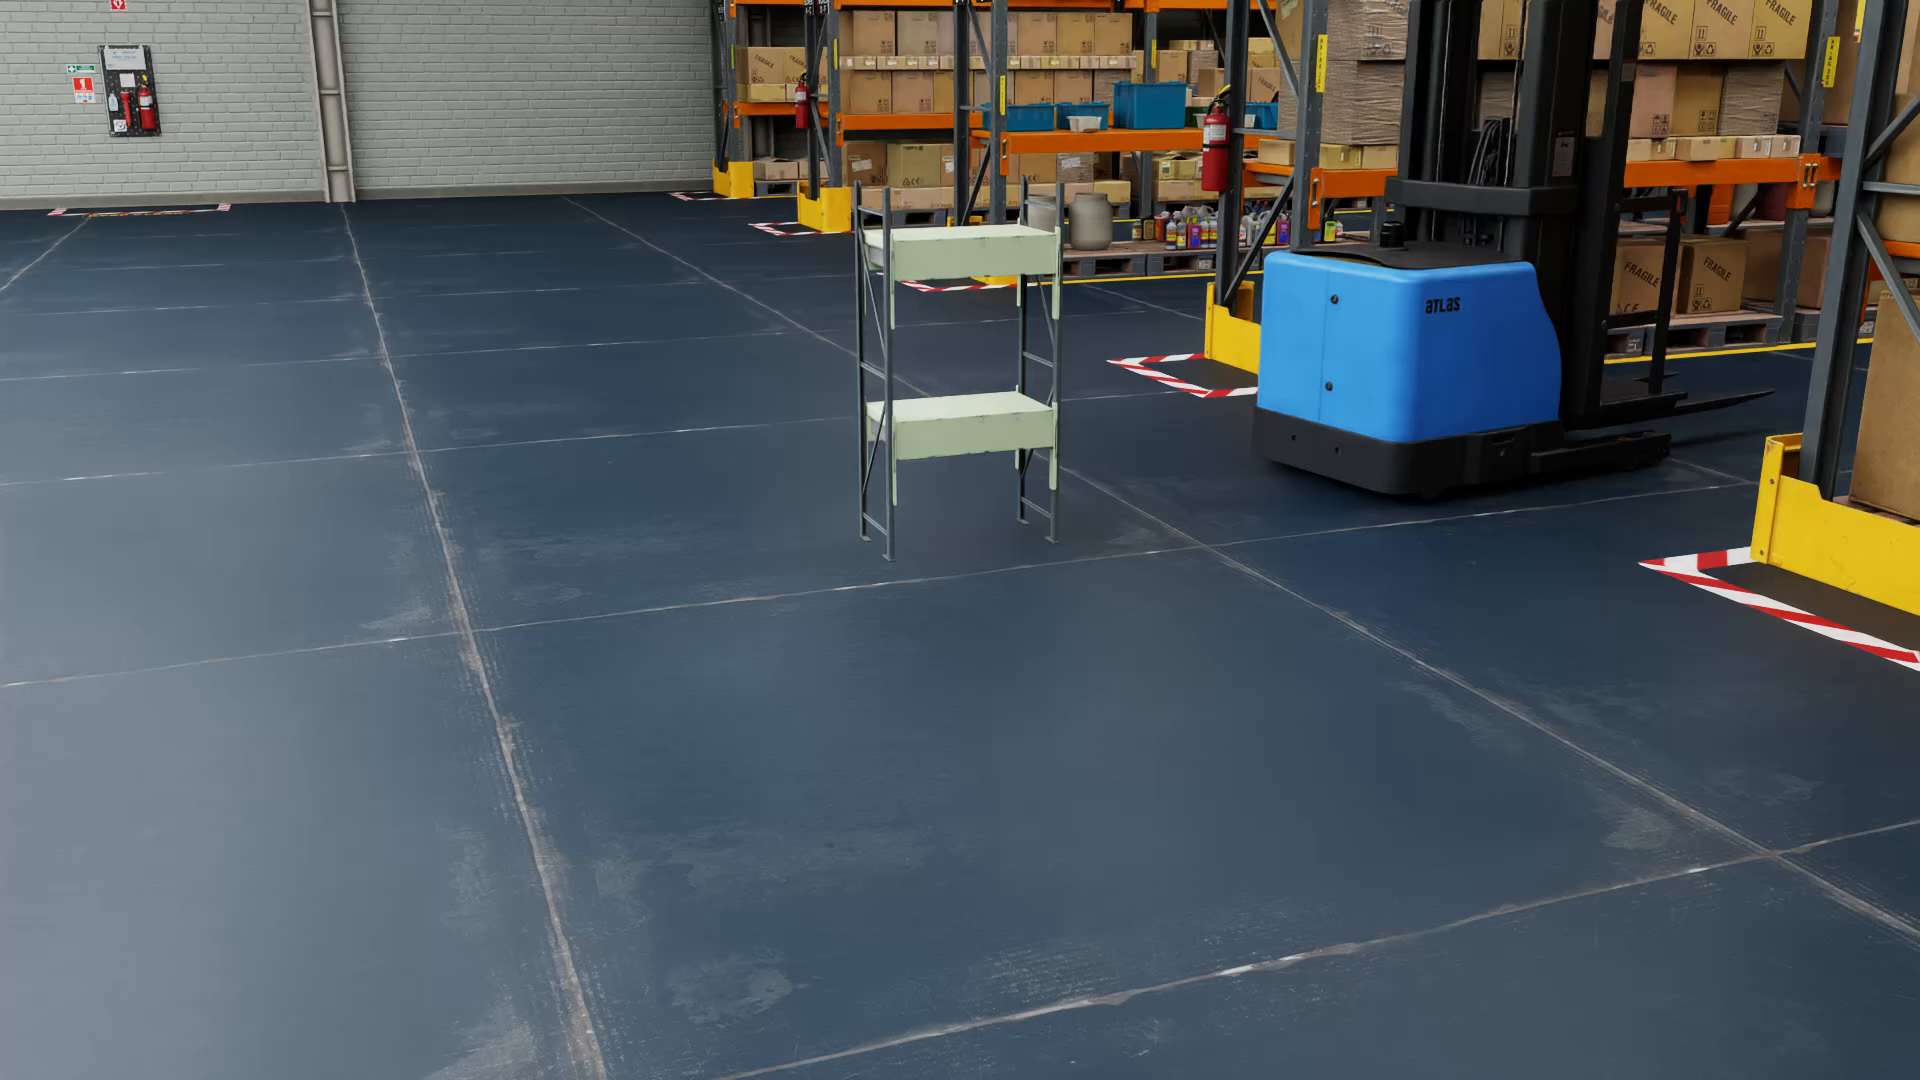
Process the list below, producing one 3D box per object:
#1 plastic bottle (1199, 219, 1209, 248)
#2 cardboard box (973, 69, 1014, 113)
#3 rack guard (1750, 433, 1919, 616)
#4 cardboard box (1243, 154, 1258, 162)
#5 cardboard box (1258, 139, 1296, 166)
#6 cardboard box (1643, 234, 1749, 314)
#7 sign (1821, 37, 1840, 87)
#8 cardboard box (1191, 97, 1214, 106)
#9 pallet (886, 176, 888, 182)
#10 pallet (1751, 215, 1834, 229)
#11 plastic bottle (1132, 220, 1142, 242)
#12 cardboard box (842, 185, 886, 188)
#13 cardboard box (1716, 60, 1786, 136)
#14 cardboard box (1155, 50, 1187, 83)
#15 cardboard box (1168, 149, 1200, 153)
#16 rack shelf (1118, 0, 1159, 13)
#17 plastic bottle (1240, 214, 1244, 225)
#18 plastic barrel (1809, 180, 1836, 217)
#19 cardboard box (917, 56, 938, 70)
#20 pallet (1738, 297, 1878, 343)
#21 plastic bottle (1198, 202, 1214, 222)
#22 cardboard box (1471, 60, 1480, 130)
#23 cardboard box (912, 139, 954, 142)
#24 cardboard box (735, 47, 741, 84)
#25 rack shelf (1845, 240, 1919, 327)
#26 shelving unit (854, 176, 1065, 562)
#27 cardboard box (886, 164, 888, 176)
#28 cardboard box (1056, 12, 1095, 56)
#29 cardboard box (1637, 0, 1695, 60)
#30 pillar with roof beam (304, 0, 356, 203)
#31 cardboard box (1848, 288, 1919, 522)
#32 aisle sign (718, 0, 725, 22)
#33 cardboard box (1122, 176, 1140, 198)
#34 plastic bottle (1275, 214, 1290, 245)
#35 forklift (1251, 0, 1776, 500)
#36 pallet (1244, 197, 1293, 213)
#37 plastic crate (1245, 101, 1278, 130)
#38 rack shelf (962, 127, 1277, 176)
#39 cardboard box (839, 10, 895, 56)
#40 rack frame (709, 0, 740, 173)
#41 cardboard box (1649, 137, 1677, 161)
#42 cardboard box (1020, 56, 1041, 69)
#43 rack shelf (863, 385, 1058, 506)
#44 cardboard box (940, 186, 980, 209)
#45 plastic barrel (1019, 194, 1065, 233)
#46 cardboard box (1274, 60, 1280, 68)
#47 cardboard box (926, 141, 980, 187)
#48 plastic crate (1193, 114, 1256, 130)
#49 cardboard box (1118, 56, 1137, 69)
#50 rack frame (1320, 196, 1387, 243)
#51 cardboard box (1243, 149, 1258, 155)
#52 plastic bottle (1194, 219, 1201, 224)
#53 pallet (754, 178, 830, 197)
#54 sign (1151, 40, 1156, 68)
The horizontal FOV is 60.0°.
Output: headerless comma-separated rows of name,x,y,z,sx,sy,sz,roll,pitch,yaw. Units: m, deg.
plastic bottle,2.300,-2.896,15.698,0.097,0.271,0.097,0,16,0
cardboard box,0.292,-5.411,20.022,0.500,0.500,0.700,-6,17,-18
rack guard,3.606,-0.039,6.342,0.348,0.500,1.175,-6,17,-20
cardboard box,3.569,-4.795,21.241,0.500,0.311,0.500,-7,18,-22
cardboard box,2.140,-2.518,10.795,0.250,0.149,0.380,-6,17,-20
cardboard box,5.295,-1.931,12.042,0.500,0.500,0.500,-7,18,-22
sign,5.884,-3.232,11.245,0.005,0.325,0.100,-6,17,-20
cardboard box,3.042,-5.481,20.883,0.250,0.149,0.380,-6,17,-20
pallet,-1.390,-5.329,24.872,1.213,0.211,1.003,-6,17,-20
pallet,9.505,-3.540,18.777,1.213,0.211,1.003,-6,17,-20
plastic bottle,1.734,-3.028,16.270,0.097,0.201,0.097,0,16,0
cardboard box,-1.198,-4.176,20.131,0.500,0.250,0.500,-6,17,-20
cardboard box,5.241,-3.120,11.695,0.500,0.500,0.875,-6,17,-20
cardboard box,3.153,-7.417,26.075,0.500,0.500,0.700,-8,18,-25
cardboard box,3.447,-6.197,26.534,0.500,0.500,0.700,-6,17,-19
rack shelf,4.009,-6.861,21.092,4.000,0.370,1.077,-6,17,-20
plastic bottle,2.740,-2.990,15.995,0.133,0.283,0.061,-6,17,-20
plastic barrel,9.647,-3.921,18.797,0.421,0.512,0.421,0,16,0
cardboard box,-0.434,-5.581,19.452,0.250,0.149,0.380,-6,18,-21
pallet,6.410,-1.700,12.512,1.213,0.211,1.003,-6,17,-20
plastic bottle,2.435,-3.168,16.483,0.185,0.351,0.144,-6,18,-21
cardboard box,2.895,-2.876,10.864,0.500,0.500,0.875,-6,17,-20
cardboard box,-0.270,-4.641,20.383,0.500,0.500,0.500,-6,17,-20
cardboard box,-3.005,-6.866,24.056,0.500,0.500,0.500,-6,18,-21
rack shelf,5.496,-1.097,6.786,4.000,0.370,1.077,-6,17,-20
shelving unit,-0.006,-0.719,6.885,0.755,1.500,0.431,-6,17,-20
cardboard box,-1.135,-5.556,24.972,0.250,0.149,0.380,-8,18,-25
cardboard box,1.258,-6.138,20.197,0.500,0.500,0.700,-6,17,-20
cardboard box,4.428,-3.411,10.909,0.500,0.500,0.500,-6,17,-20
pillar with roof beam,-7.088,-7.904,18.044,0.400,9.000,9.100,-6,17,-20
cardboard box,4.238,-0.508,6.530,0.875,0.875,0.875,-6,17,-20
aisle sign,-3.329,-7.626,23.131,0.004,0.787,0.394,-6,17,-20
cardboard box,2.425,-4.566,21.457,0.500,0.250,0.500,-6,18,-21
plastic bottle,3.096,-2.982,15.970,0.133,0.283,0.061,-5,17,-16
forklift,2.992,-1.874,8.278,3.031,2.935,1.130,-9,19,-29
pallet,3.957,-4.436,21.830,1.213,0.211,1.003,-6,17,-20
plastic crate,2.974,-4.008,15.685,0.616,0.251,0.499,-6,17,-20
rack shelf,2.043,-3.715,15.702,4.000,0.370,1.077,-6,17,-20
cardboard box,-1.103,-5.882,19.324,0.500,0.500,0.700,-6,17,-20
rack frame,-3.369,-6.465,23.791,0.127,3.000,1.000,-6,17,-20
cardboard box,4.622,-2.662,11.286,0.250,0.149,0.380,-6,17,-20
cardboard box,0.778,-5.713,19.902,0.250,0.149,0.380,-6,17,-18
rack shelf,-0.006,-0.406,6.976,0.720,0.370,0.431,-6,17,-20
cardboard box,-0.080,-4.142,20.013,0.500,0.250,0.500,-6,17,-20
plastic barrel,0.763,-2.953,15.500,0.421,0.512,0.421,0,16,0
cardboard box,5.138,-7.504,26.587,0.500,0.500,0.500,-6,17,-18
cardboard box,-0.084,-4.505,19.918,0.500,0.500,0.500,-6,17,-20
plastic crate,2.485,-3.905,15.540,0.437,0.136,0.530,-6,17,-20
cardboard box,1.965,-5.841,20.336,0.250,0.149,0.380,-6,17,-20
rack frame,3.911,-4.262,16.288,0.127,3.000,1.000,-6,17,-20
cardboard box,3.838,-4.987,21.895,0.500,0.311,0.500,-6,18,-21
plastic bottle,2.346,-3.050,16.347,0.097,0.201,0.097,0,16,0
pallet,-2.527,-5.208,24.457,1.213,0.211,1.003,-6,17,-20
sign,2.342,-5.873,20.097,0.005,0.325,0.100,-6,17,-20
